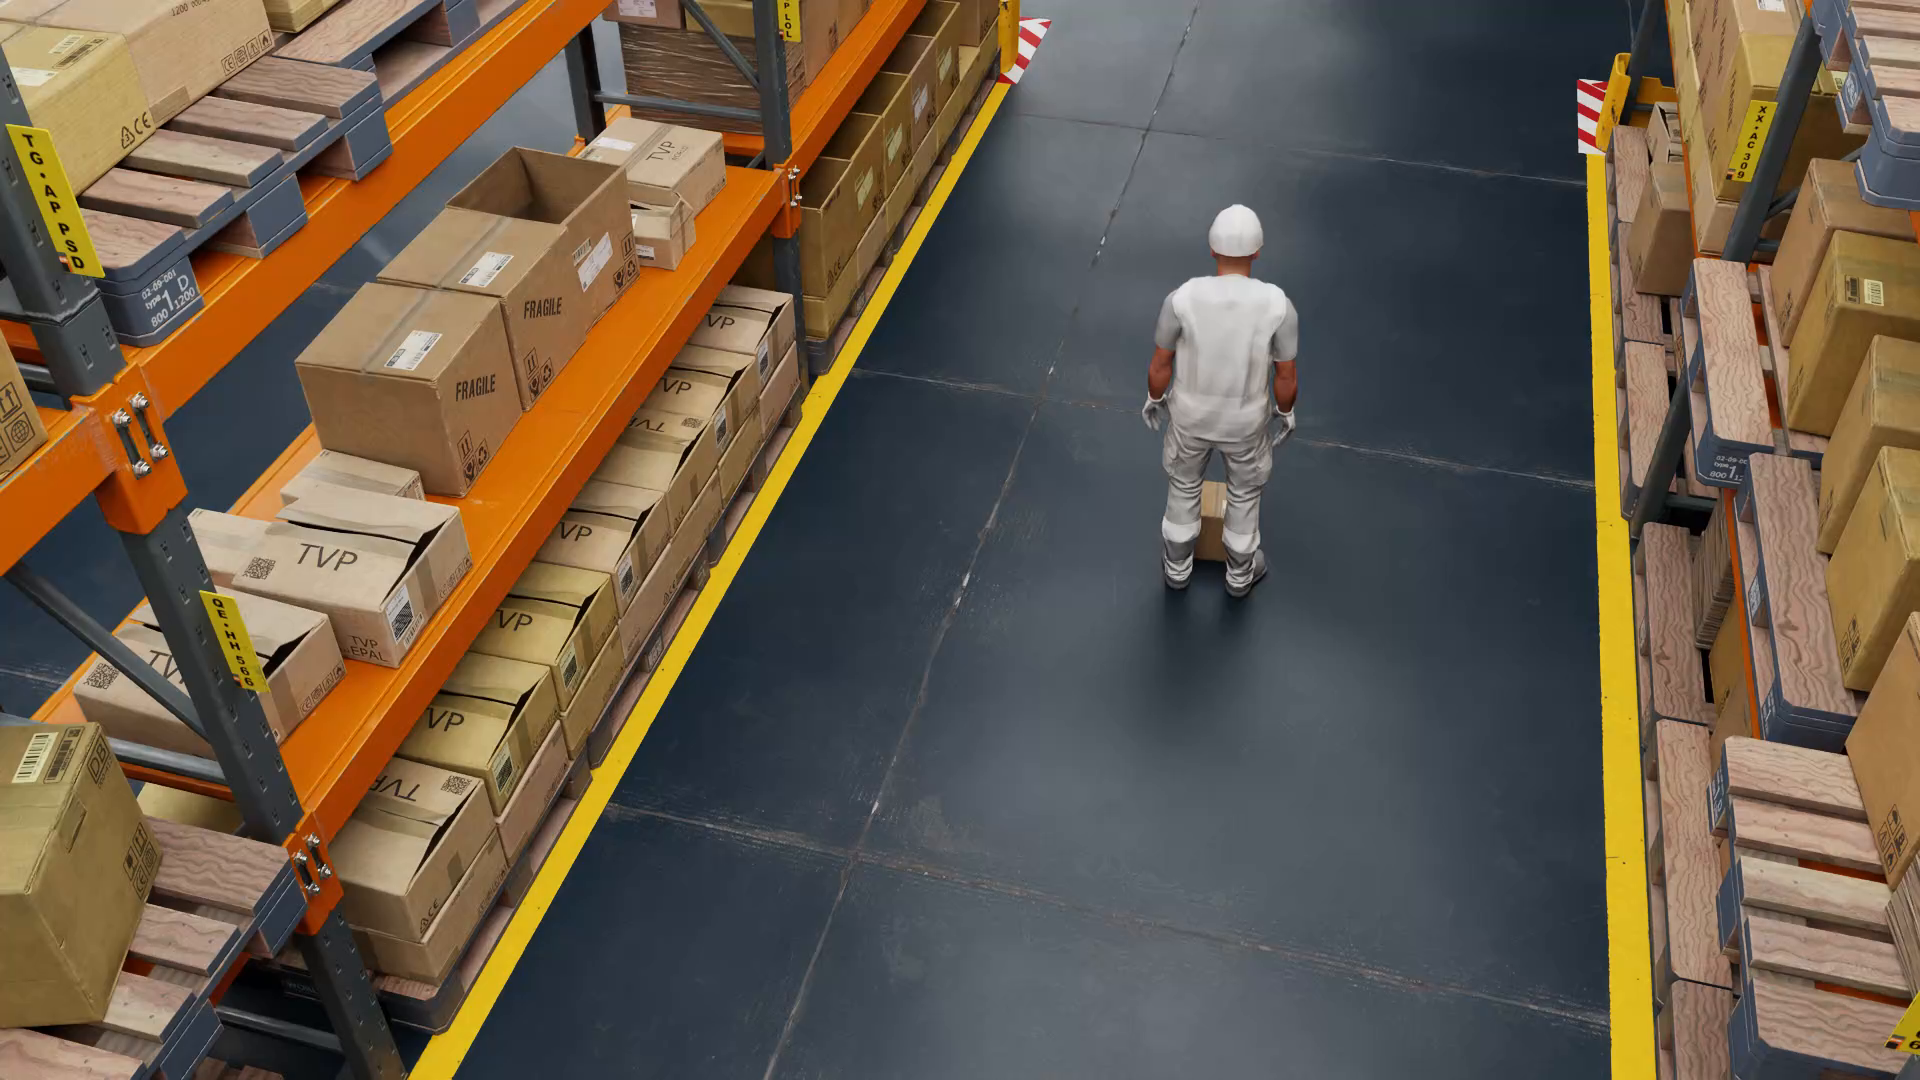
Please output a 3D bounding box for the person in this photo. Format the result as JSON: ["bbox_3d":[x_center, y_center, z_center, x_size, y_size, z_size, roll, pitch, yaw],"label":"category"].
[{"bbox_3d":[1.054,-0.524,6.755,0.623,1.780,0.446,8,41,10],"label":"person"}]
